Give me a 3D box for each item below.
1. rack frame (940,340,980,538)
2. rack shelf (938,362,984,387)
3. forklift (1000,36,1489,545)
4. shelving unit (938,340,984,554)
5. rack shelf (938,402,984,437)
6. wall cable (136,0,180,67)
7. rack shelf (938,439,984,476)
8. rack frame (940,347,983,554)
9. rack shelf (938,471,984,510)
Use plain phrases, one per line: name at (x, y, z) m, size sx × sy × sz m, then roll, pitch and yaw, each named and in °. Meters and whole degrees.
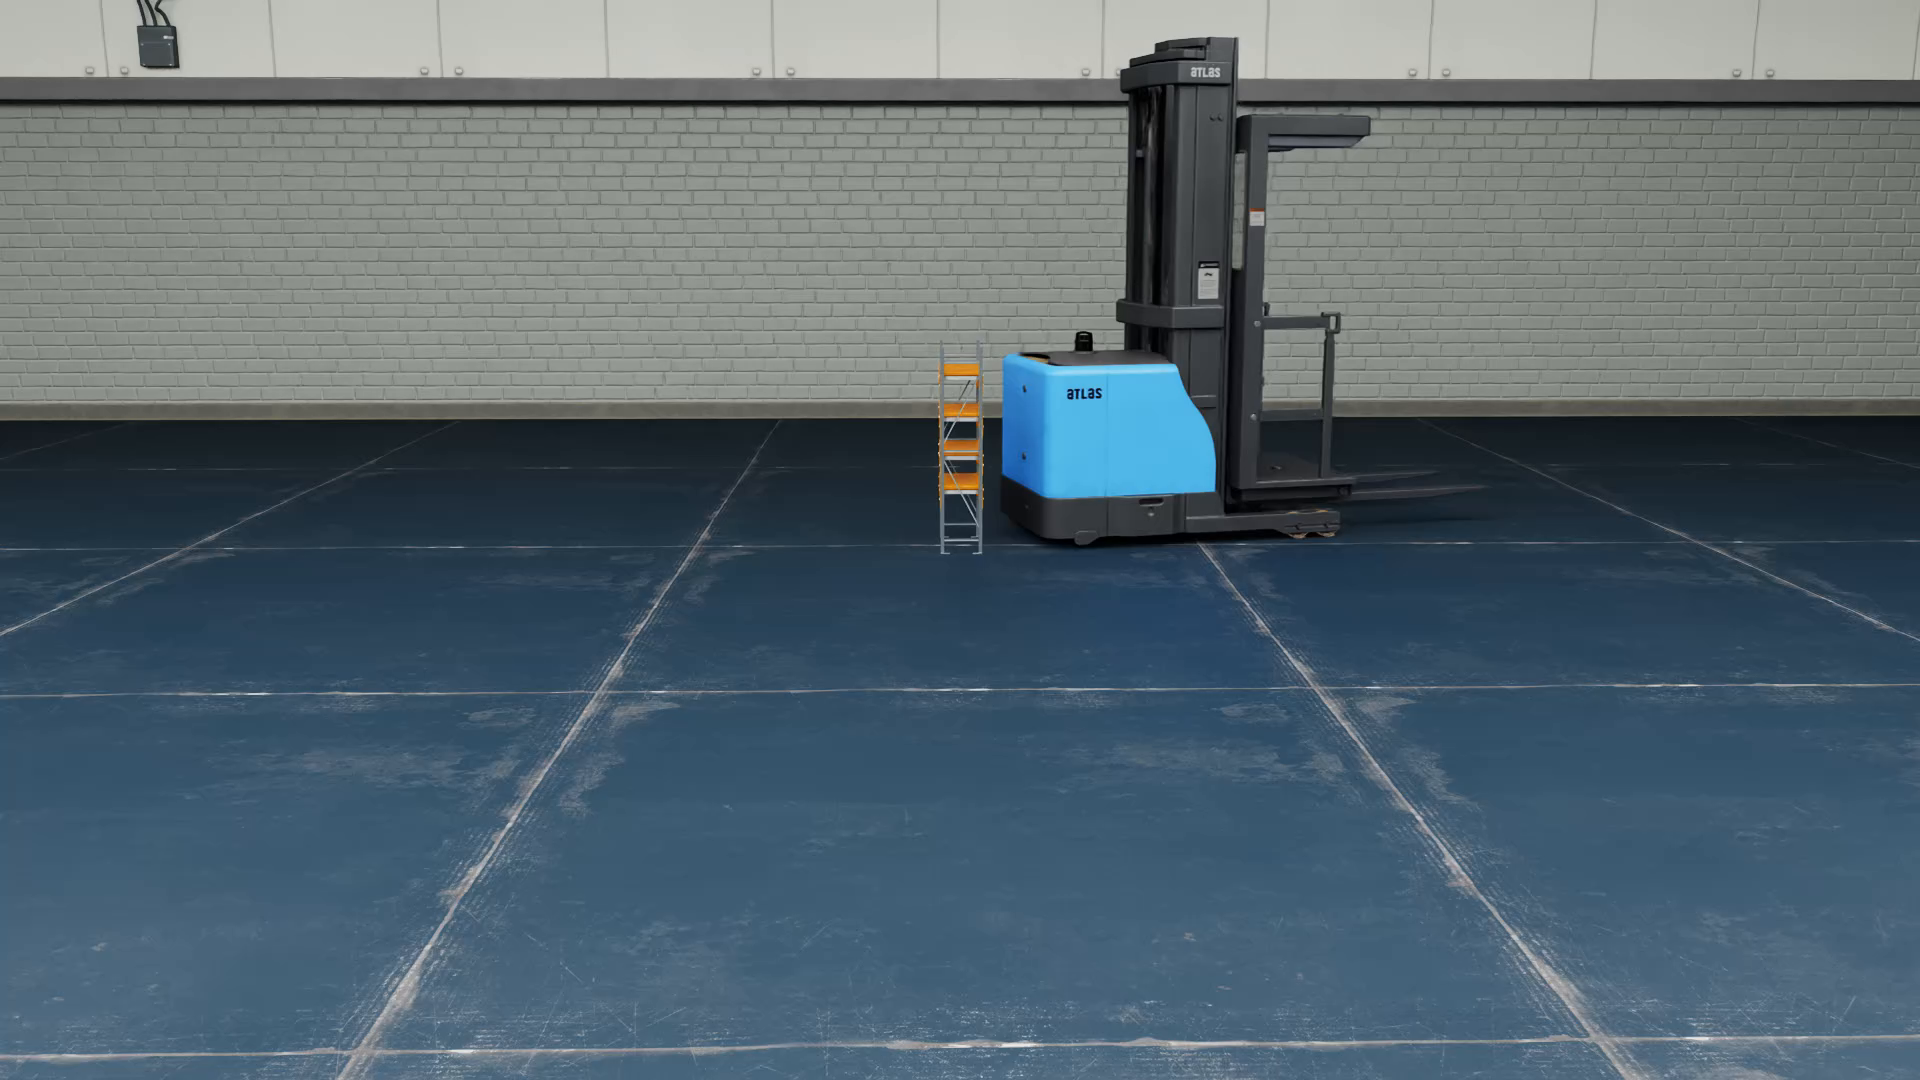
rack frame at (-0.002, -0.604, 10.017) m, size 0.240 × 1.200 × 0.015 m, roll 0°, pitch 11°, yaw -1°
rack shelf at (0.003, -0.940, 9.699) m, size 0.258 × 0.148 × 0.480 m, roll 0°, pitch 11°, yaw -1°
forklift at (1.829, -1.543, 10.291) m, size 3.031 × 2.935 × 1.130 m, roll -3°, pitch 12°, yaw -14°
shelving unit at (0.003, -0.555, 9.778) m, size 0.258 × 1.200 × 0.503 m, roll 0°, pitch 11°, yaw -1°
rack shelf at (0.003, -0.708, 9.747) m, size 0.258 × 0.148 × 0.480 m, roll 0°, pitch 11°, yaw -1°
wall cable at (-6.192, -7.199, 14.359) m, size 2.305 × 6.003 × 0.169 m, roll 0°, pitch 11°, yaw -1°
rack shelf at (0.003, -0.489, 9.791) m, size 0.258 × 0.148 × 0.480 m, roll 0°, pitch 11°, yaw -1°
rack frame at (0.008, -0.507, 9.539) m, size 0.240 × 1.200 × 0.015 m, roll 0°, pitch 11°, yaw -1°
rack shelf at (0.003, -0.295, 9.830) m, size 0.258 × 0.148 × 0.480 m, roll 0°, pitch 11°, yaw -1°
